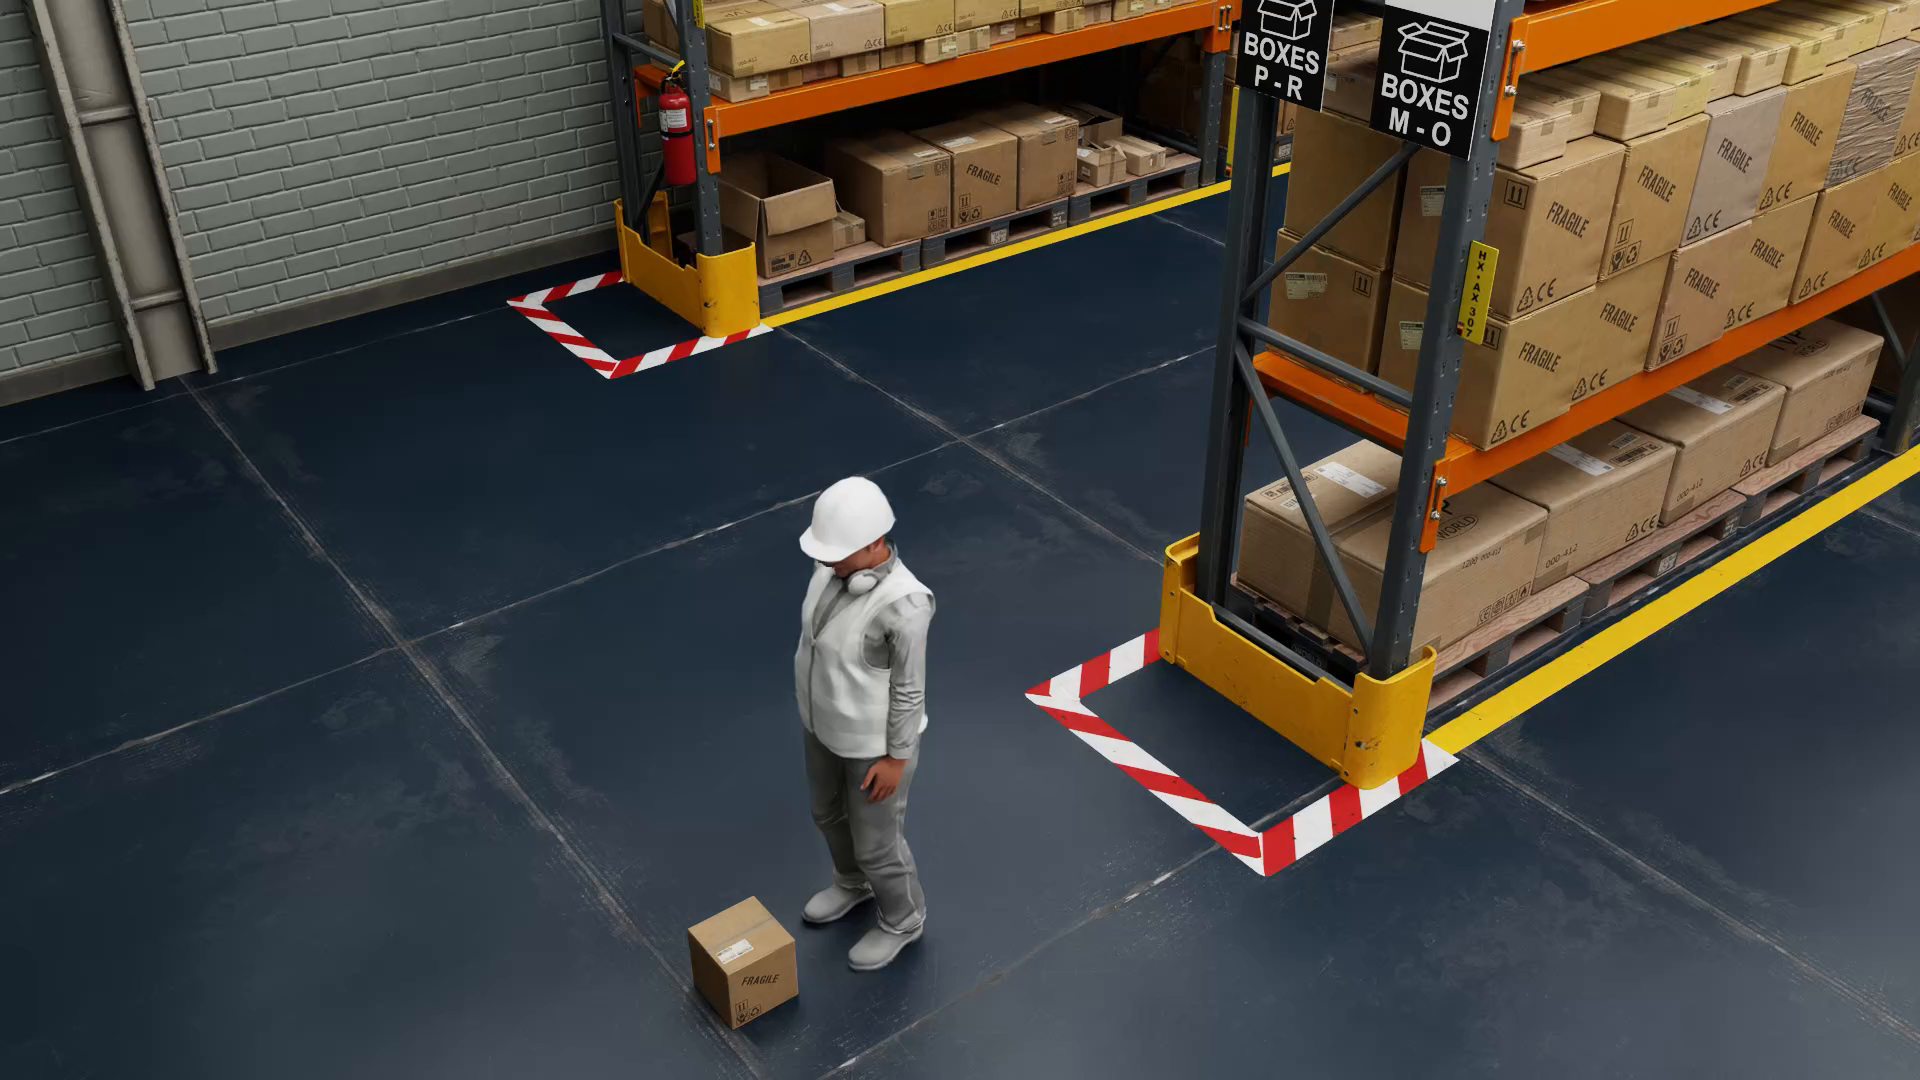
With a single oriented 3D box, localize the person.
[{"bbox_3d":[-0.300,0.578,5.201,0.356,1.767,0.534,-21,38,-30],"label":"person"}]
